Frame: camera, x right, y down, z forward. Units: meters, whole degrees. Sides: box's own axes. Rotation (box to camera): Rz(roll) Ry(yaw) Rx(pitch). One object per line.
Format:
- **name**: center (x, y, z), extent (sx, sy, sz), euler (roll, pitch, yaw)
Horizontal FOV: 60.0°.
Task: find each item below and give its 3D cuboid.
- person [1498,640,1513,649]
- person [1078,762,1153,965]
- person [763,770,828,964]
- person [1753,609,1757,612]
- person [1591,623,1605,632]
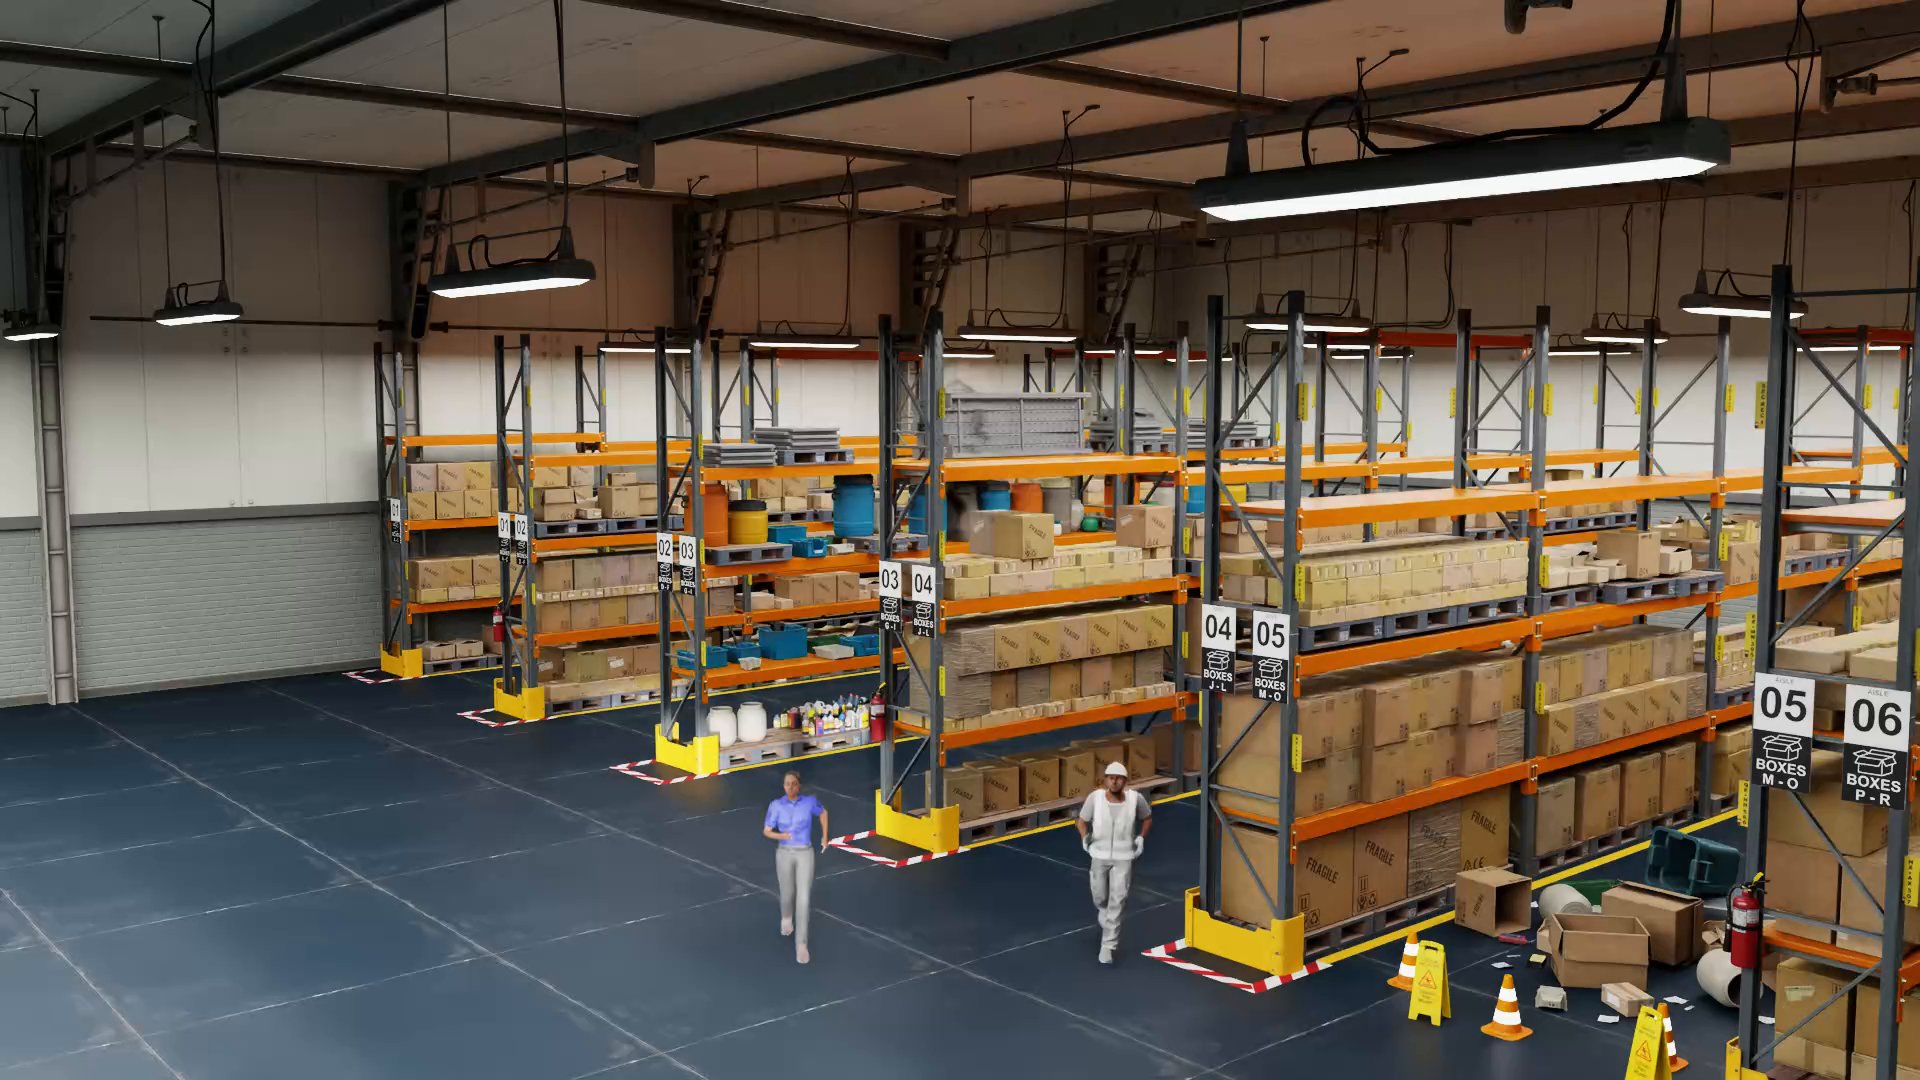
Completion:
- **person**: center (7.641, 2.216, 23.487), extent (0.618, 1.626, 0.580), euler (5, 7, 42)
- **person**: center (1.418, 2.911, 15.273), extent (0.683, 1.778, 0.874), euler (1, 5, 9)
- **person**: center (-1.513, 2.937, 15.284), extent (0.586, 1.636, 0.995), euler (0, 5, -3)
- **person**: center (12.418, 1.940, 25.794), extent (0.857, 1.801, 0.695), euler (-5, 7, -41)
- **person**: center (9.635, 2.053, 25.214), extent (0.525, 1.611, 0.842), euler (5, 7, 42)
